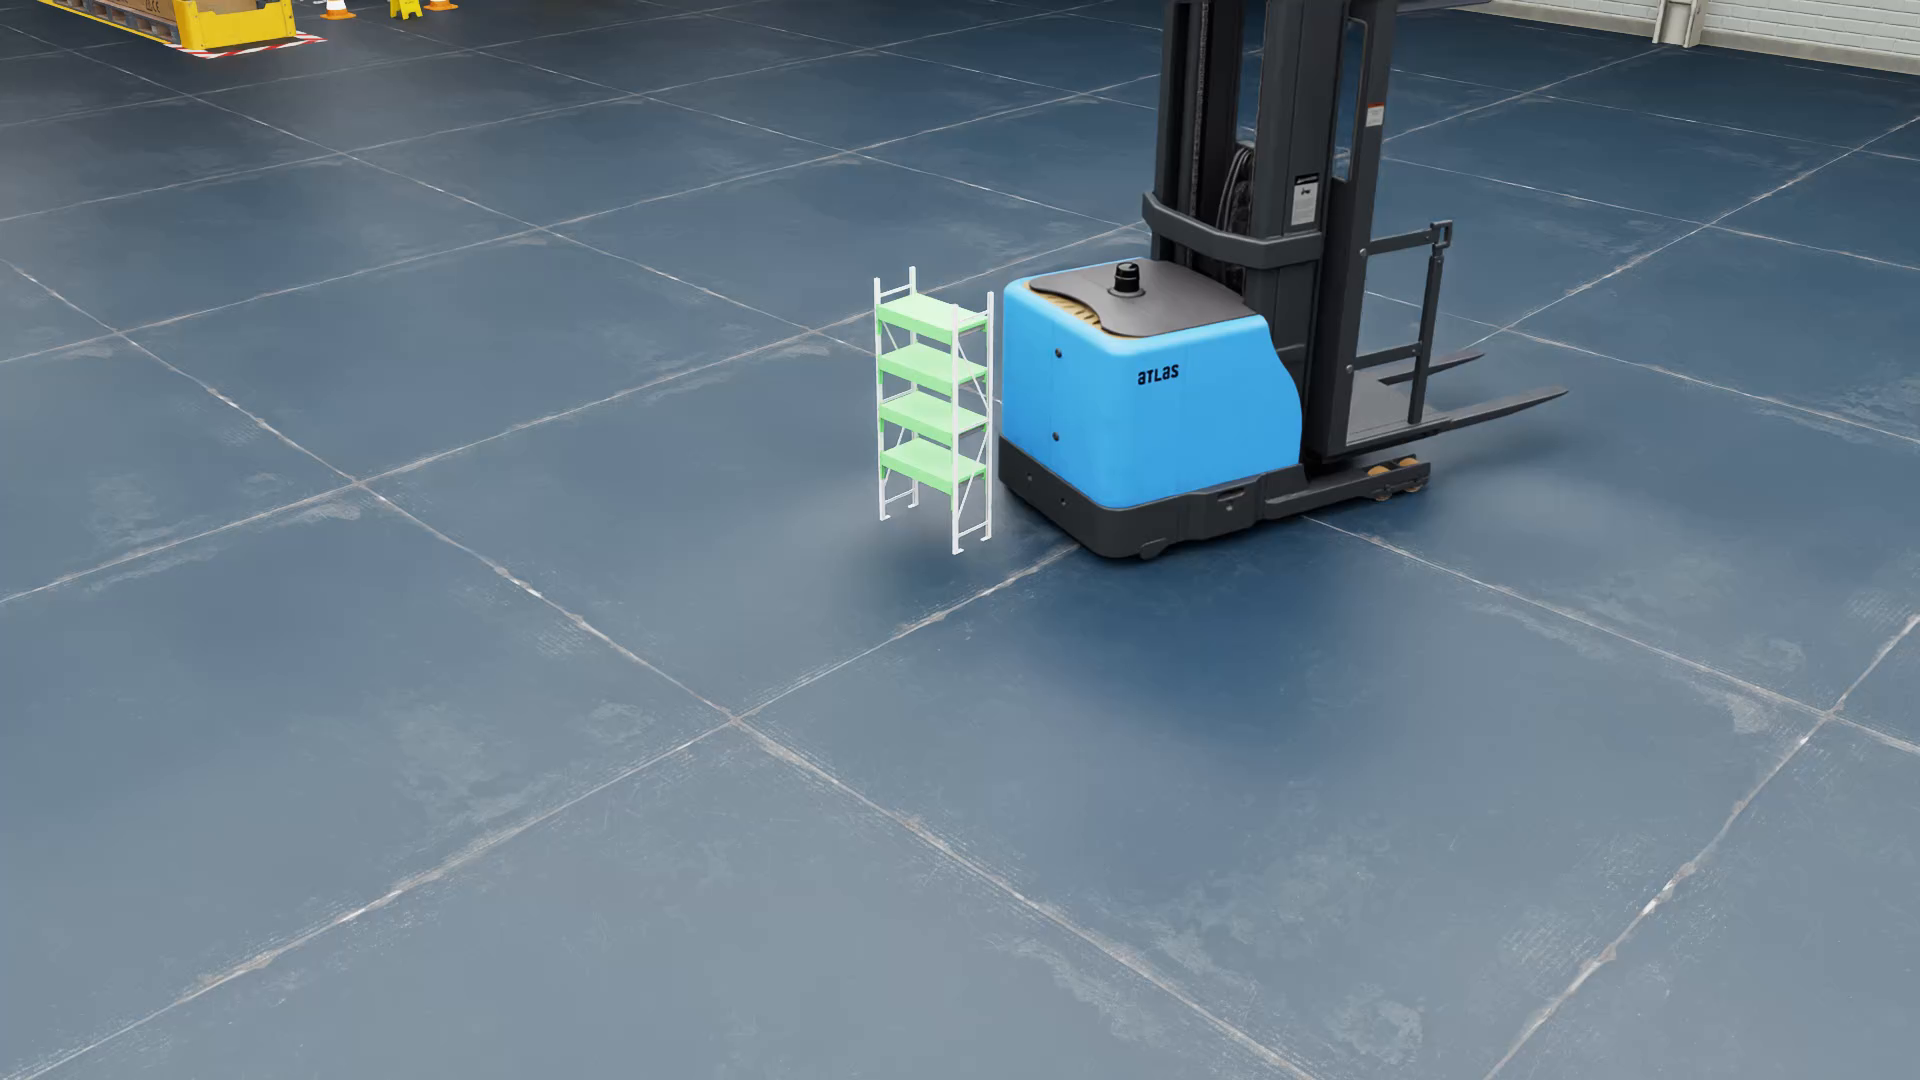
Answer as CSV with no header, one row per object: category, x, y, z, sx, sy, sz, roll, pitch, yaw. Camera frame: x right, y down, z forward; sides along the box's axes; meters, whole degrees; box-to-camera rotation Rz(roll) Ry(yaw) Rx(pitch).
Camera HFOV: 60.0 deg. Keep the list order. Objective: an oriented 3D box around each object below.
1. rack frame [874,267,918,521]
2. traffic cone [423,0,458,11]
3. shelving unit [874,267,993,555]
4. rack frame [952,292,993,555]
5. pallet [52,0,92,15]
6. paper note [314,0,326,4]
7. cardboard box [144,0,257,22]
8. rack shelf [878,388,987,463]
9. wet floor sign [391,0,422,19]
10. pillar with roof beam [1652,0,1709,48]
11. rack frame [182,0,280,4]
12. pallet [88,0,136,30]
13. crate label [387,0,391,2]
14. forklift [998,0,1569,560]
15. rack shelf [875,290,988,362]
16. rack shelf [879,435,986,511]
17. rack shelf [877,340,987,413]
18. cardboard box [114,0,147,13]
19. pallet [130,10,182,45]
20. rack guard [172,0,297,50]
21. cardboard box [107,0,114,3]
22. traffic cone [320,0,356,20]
rack frame,-0.292,-0.665,7.725,0.015,1.200,0.240,25,36,38
traffic cone,-6.185,-6.546,19.702,0.334,0.463,0.336,25,36,38
shelving unit,-0.118,-0.585,7.573,0.503,1.200,0.258,25,36,38
rack frame,0.056,-0.505,7.422,0.015,1.200,0.240,25,36,38
pallet,-10.201,-6.557,19.994,1.213,0.211,1.003,25,36,38
paper note,-7.734,-6.507,20.094,0.144,0.017,0.142,-13,30,-22
cardboard box,-8.366,-6.205,18.160,0.875,0.875,0.875,25,37,39
rack shelf,-0.118,-0.529,7.603,0.480,0.148,0.258,25,36,38
wet floor sign,-6.427,-6.366,19.164,0.232,0.644,0.267,18,33,30
pillar with roof beam,4.713,-7.922,13.147,0.400,9.000,9.100,25,36,38
rack frame,-7.836,-6.760,17.384,0.127,3.000,1.000,25,36,38
pallet,-9.327,-6.159,19.237,1.213,0.211,1.003,25,36,38
crate label,-6.789,-6.638,20.227,0.298,0.136,0.250,7,29,13
forklift,1.730,-1.688,7.811,3.031,2.935,1.130,-14,31,-25
rack shelf,-0.118,-0.953,7.380,0.480,0.148,0.258,25,36,38
rack shelf,-0.118,-0.316,7.715,0.480,0.148,0.258,25,36,38
rack shelf,-0.118,-0.741,7.492,0.480,0.148,0.258,25,36,38
cardboard box,-8.995,-6.492,18.704,0.875,0.875,0.875,24,36,38
pallet,-8.461,-5.761,18.480,1.213,0.211,1.003,25,36,38
rack guard,-7.819,-5.646,17.951,0.348,0.500,1.175,25,36,38
cardboard box,-9.644,-6.790,19.271,0.875,0.875,0.875,25,37,39
traffic cone,-7.219,-6.282,19.200,0.334,0.463,0.336,25,36,38
